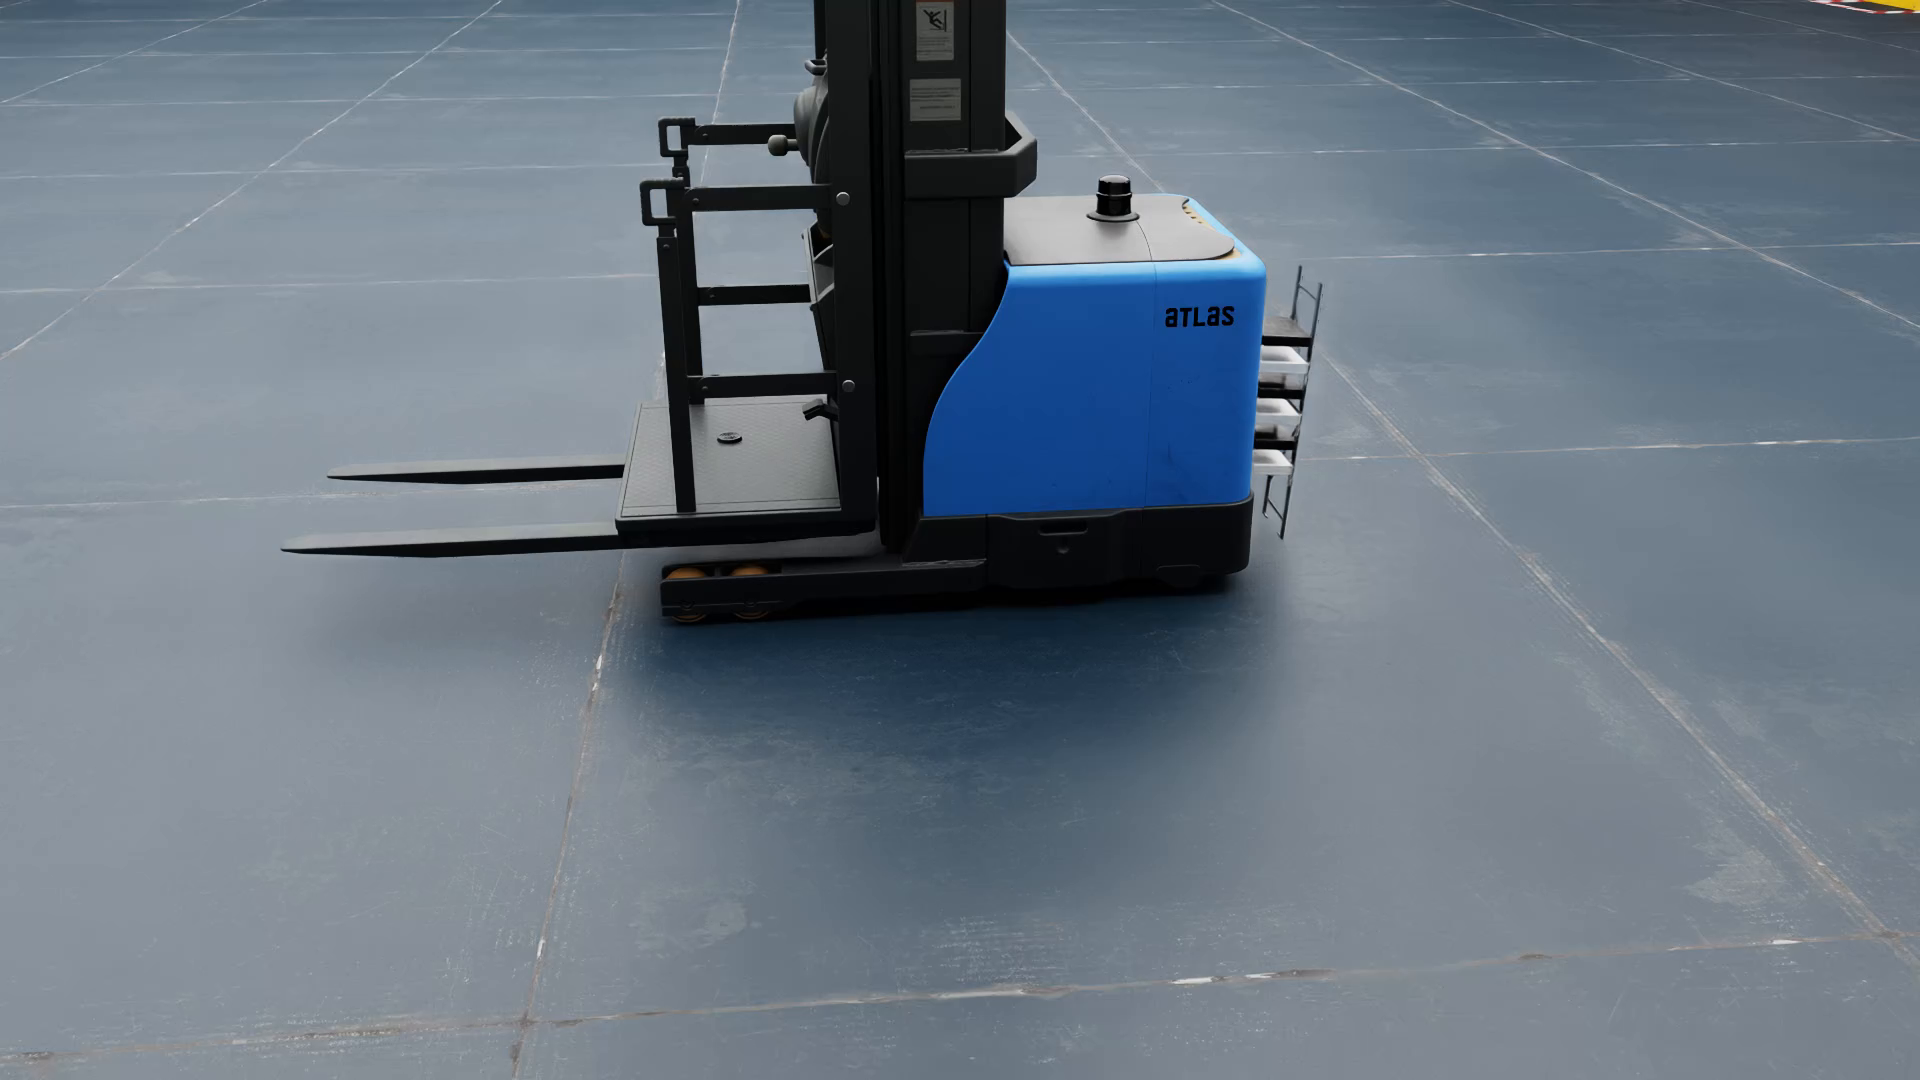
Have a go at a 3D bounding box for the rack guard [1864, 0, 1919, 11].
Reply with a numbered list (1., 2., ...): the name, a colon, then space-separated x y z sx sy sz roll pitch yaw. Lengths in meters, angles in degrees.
1. rack guard: 11.688 -6.856 20.521 0.348 0.500 1.175 -2 24 -5

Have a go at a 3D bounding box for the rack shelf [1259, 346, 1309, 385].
1. rack shelf: 1.032 -0.598 5.574 0.200 0.077 0.258 1 24 -7

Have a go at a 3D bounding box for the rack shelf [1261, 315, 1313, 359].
1. rack shelf: 1.038 -0.680 5.538 0.200 0.077 0.258 1 24 -7

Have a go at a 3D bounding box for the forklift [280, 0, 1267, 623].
1. forklift: -0.619 -1.311 5.052 3.031 2.935 1.130 -3 24 -6

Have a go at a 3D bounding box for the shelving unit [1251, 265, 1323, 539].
1. shelving unit: 1.023 -0.464 5.632 0.210 0.900 0.258 1 24 -7

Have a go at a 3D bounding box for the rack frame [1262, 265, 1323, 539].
1. rack frame: 1.123 -0.462 5.645 0.006 0.900 0.240 1 24 -7

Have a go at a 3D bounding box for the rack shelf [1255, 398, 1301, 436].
1. rack shelf: 1.020 -0.433 5.645 0.200 0.077 0.258 1 24 -7

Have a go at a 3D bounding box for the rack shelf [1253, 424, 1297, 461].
1. rack shelf: 1.015 -0.351 5.681 0.200 0.077 0.258 1 24 -7

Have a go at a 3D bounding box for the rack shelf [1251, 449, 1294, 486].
1. rack shelf: 1.009 -0.269 5.717 0.200 0.077 0.258 1 24 -7

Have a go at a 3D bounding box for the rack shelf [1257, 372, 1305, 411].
1. rack shelf: 1.026 -0.516 5.609 0.200 0.077 0.258 1 24 -7
